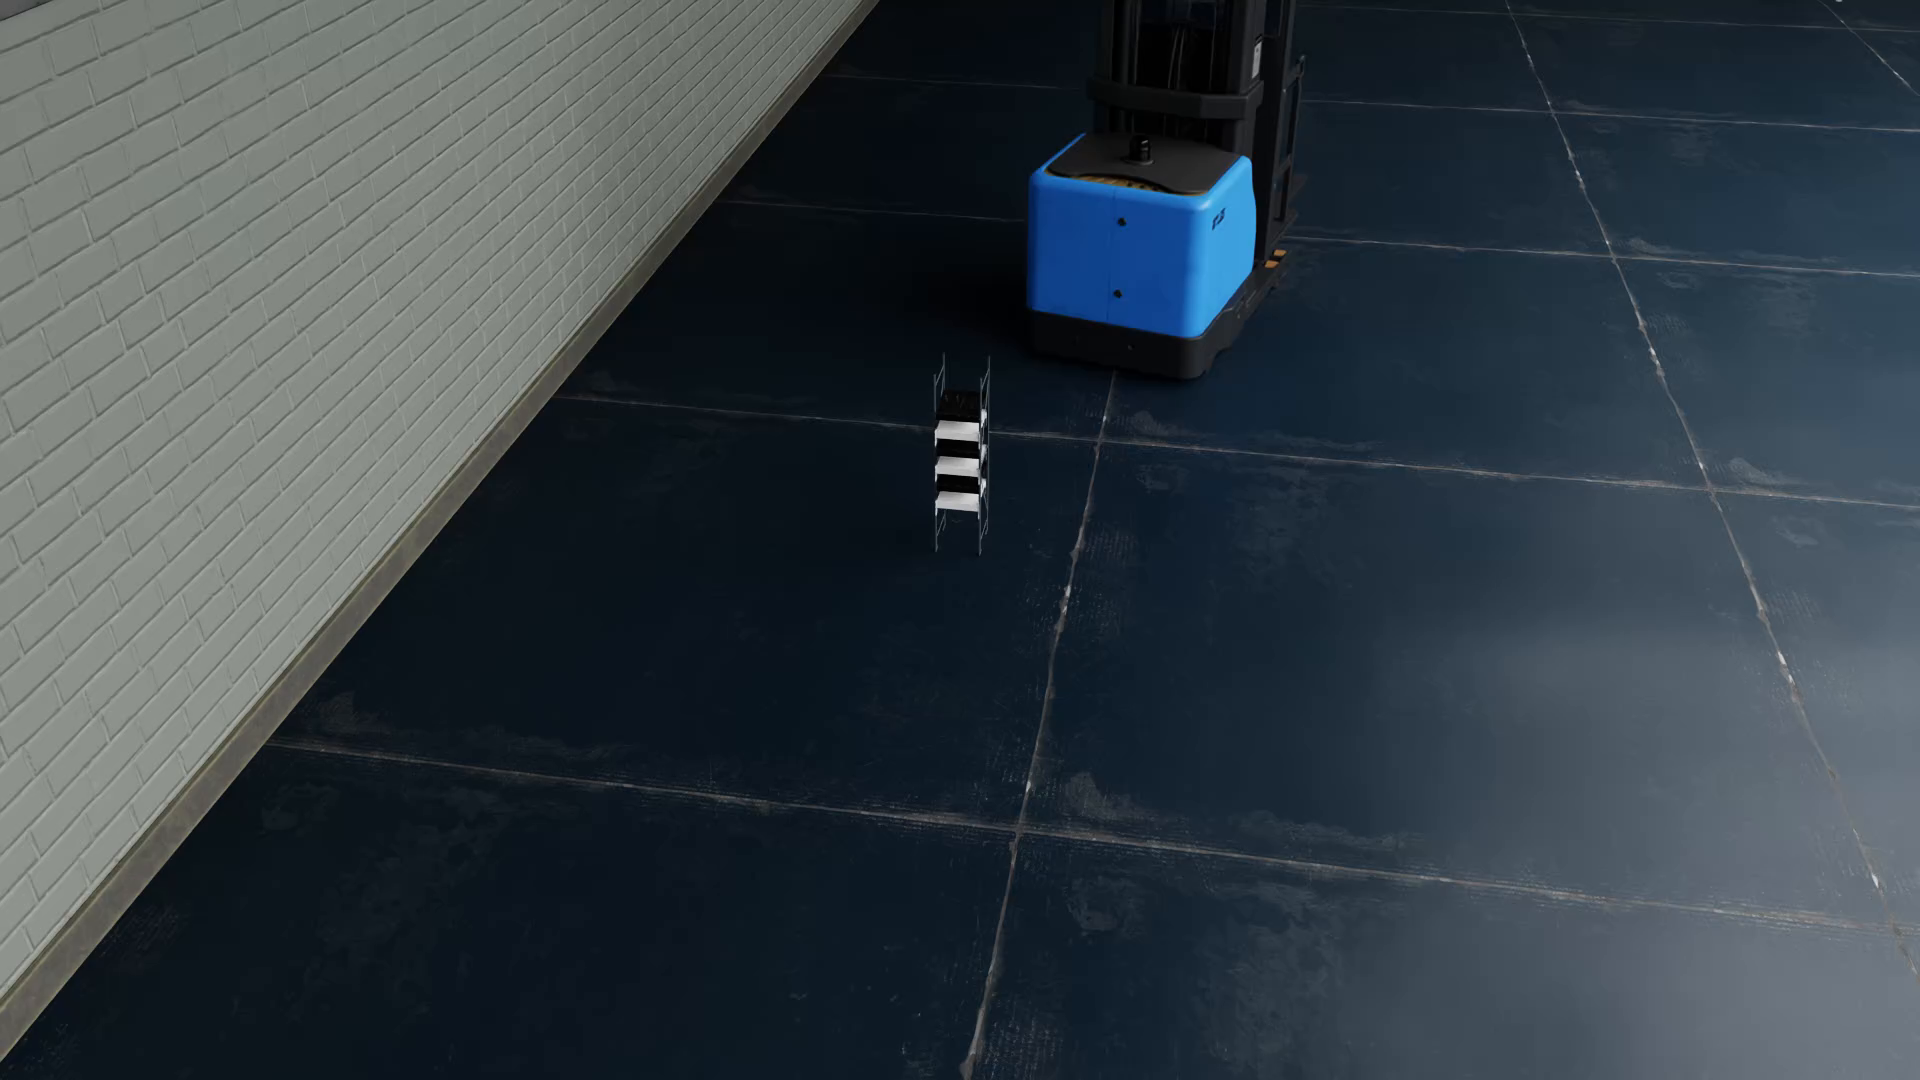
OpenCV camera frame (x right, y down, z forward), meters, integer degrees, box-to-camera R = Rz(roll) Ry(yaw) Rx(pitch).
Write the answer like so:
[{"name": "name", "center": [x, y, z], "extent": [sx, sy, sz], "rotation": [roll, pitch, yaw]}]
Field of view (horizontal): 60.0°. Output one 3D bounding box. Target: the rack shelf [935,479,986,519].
[{"name": "rack shelf", "center": [0.008, -0.200, 7.623], "extent": [0.200, 0.077, 0.258], "rotation": [5, 32, 8]}]

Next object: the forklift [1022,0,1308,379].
[{"name": "forklift", "center": [1.423, -2.879, 9.587], "extent": [1.130, 2.935, 3.031], "rotation": [14, 35, 21]}]

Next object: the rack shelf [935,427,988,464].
[{"name": "rack shelf", "center": [0.008, -0.429, 7.480], "extent": [0.200, 0.077, 0.258], "rotation": [5, 32, 8]}]

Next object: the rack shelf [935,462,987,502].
[{"name": "rack shelf", "center": [0.008, -0.276, 7.576], "extent": [0.200, 0.077, 0.258], "rotation": [5, 32, 8]}]

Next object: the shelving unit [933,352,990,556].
[{"name": "shelving unit", "center": [0.008, -0.381, 7.510], "extent": [0.210, 0.900, 0.258], "rotation": [5, 32, 8]}]

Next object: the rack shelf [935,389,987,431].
[{"name": "rack shelf", "center": [0.008, -0.581, 7.384], "extent": [0.200, 0.077, 0.258], "rotation": [5, 32, 8]}]

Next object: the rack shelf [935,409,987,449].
[{"name": "rack shelf", "center": [0.008, -0.505, 7.432], "extent": [0.200, 0.077, 0.258], "rotation": [5, 32, 8]}]

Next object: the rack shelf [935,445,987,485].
[{"name": "rack shelf", "center": [0.008, -0.352, 7.528], "extent": [0.200, 0.077, 0.258], "rotation": [5, 32, 8]}]

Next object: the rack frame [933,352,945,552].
[{"name": "rack frame", "center": [-0.092, -0.390, 7.525], "extent": [0.006, 0.900, 0.240], "rotation": [5, 32, 8]}]

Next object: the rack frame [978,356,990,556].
[{"name": "rack frame", "center": [0.108, -0.372, 7.496], "extent": [0.006, 0.900, 0.240], "rotation": [5, 32, 8]}]
